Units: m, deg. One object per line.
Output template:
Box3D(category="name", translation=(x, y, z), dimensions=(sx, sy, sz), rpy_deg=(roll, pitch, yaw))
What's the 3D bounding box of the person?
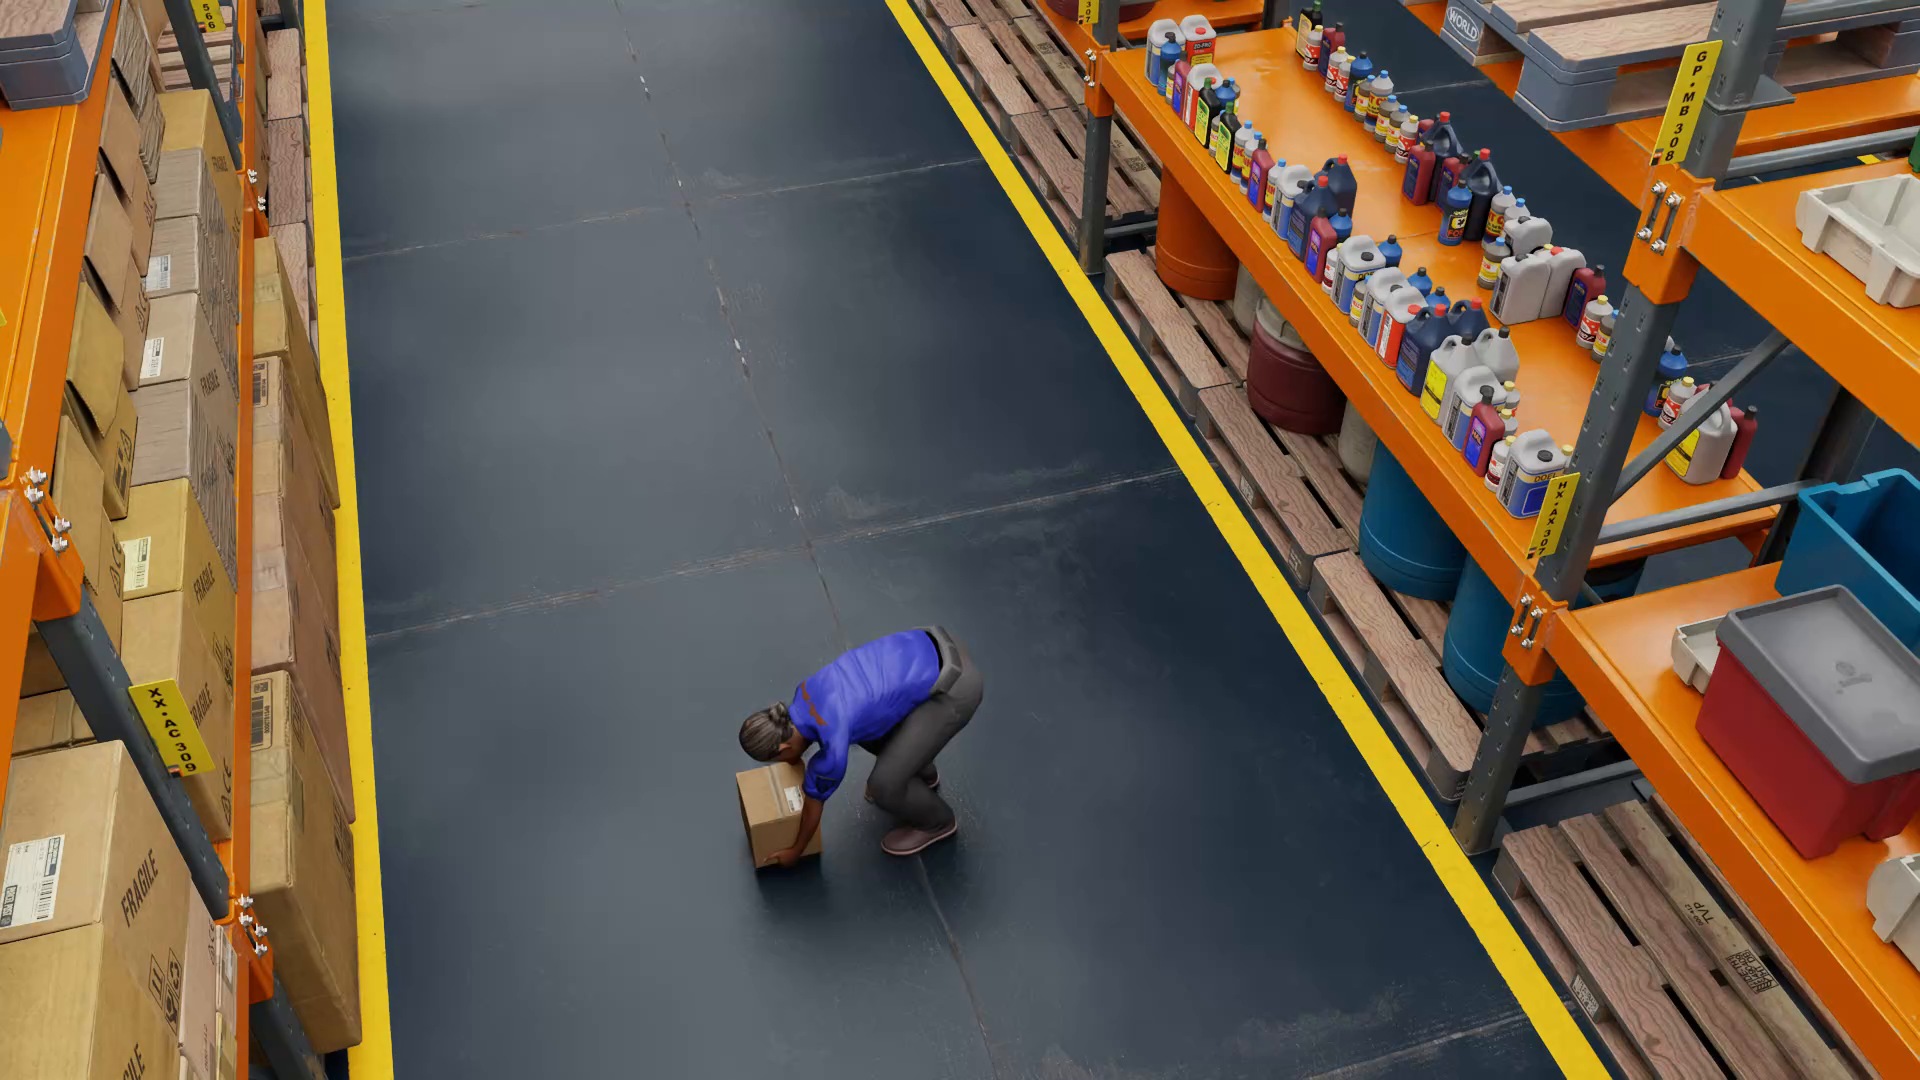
Box3D(category="person", translation=(-0.345, 0.748, 5.927), dimensions=(0.866, 0.877, 0.462), rpy_deg=(-14, 44, -15))
